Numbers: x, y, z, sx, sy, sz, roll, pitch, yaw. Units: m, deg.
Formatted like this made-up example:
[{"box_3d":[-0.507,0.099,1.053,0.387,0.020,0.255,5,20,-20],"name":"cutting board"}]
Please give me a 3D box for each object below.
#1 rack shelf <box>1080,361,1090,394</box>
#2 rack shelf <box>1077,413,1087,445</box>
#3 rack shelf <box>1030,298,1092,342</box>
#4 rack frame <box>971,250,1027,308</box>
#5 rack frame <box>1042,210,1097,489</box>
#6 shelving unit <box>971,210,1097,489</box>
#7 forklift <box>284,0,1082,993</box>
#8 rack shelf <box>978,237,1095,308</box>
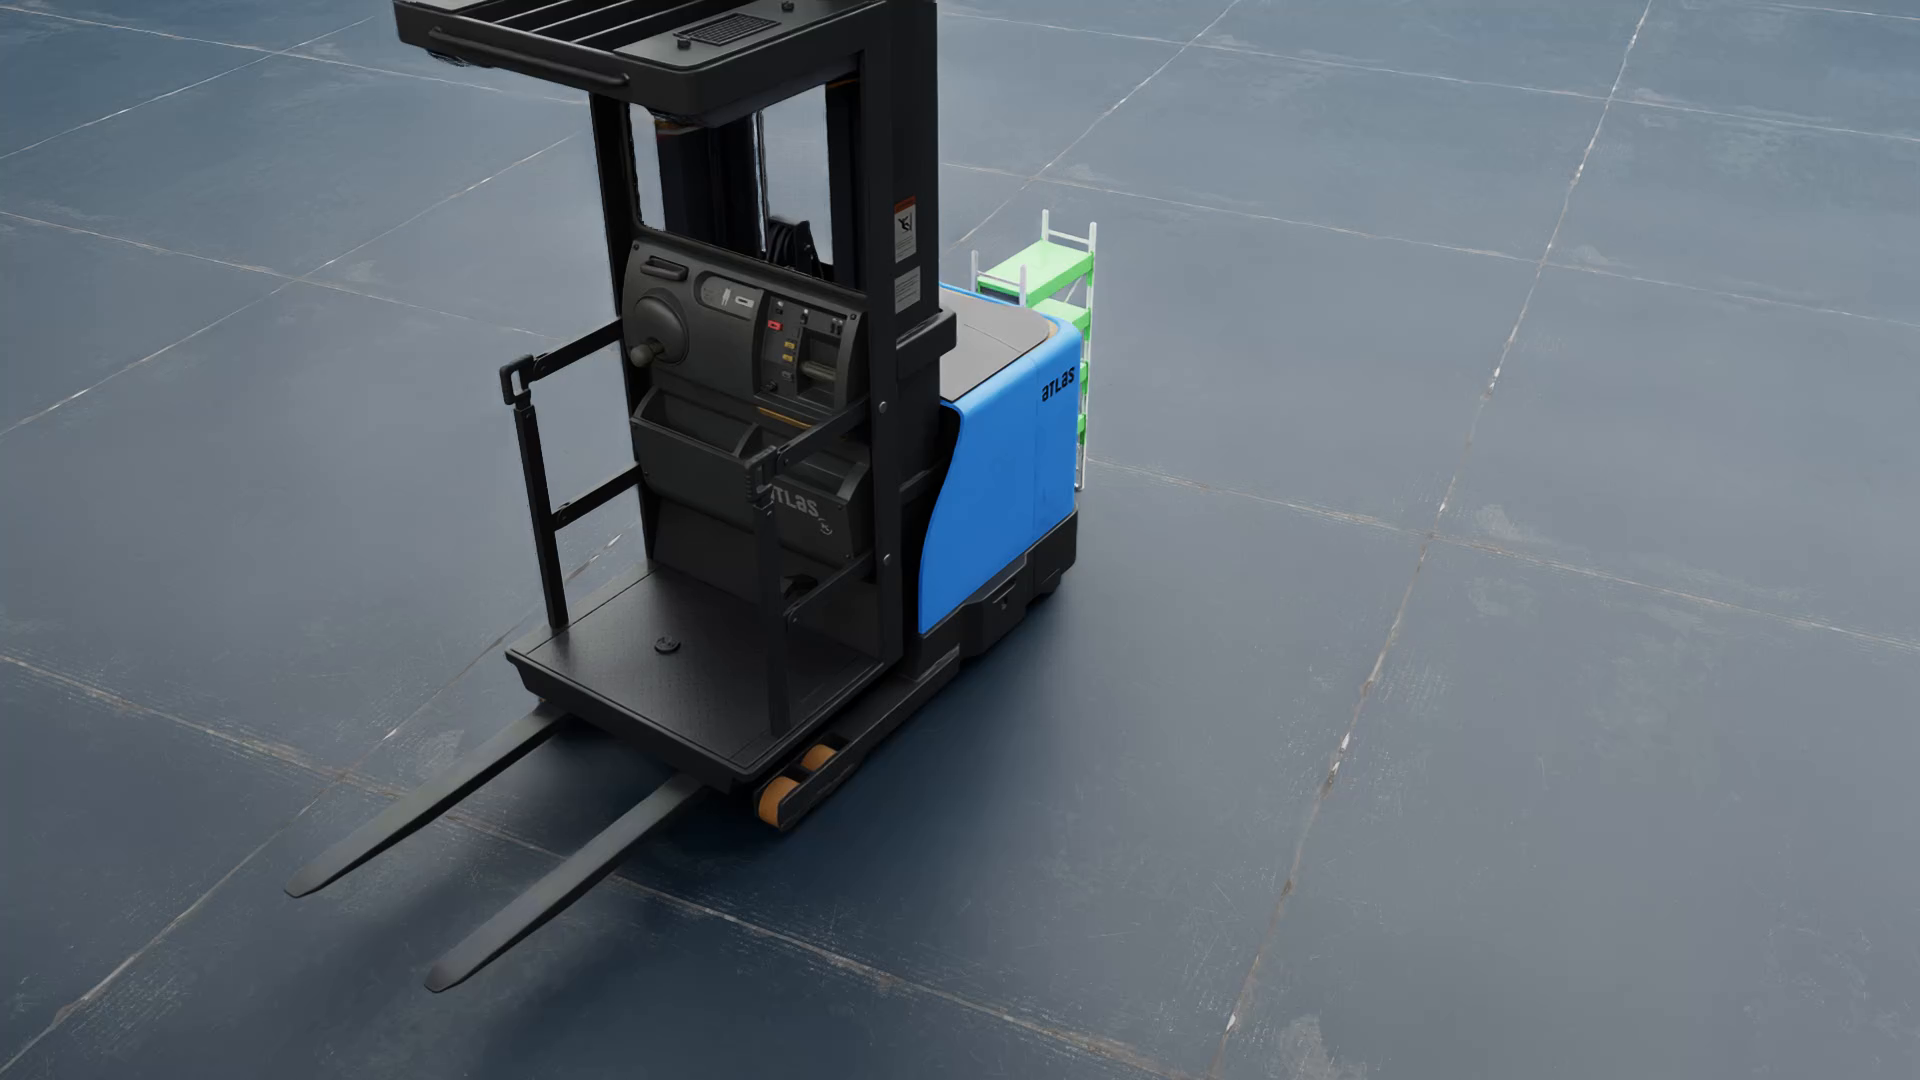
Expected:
[{"box_3d":[0.285,-0.595,6.679,0.258,0.148,0.480,21,39,29],"name":"rack shelf"},{"box_3d":[0.285,-0.394,6.811,0.258,0.148,0.480,21,39,29],"name":"rack shelf"},{"box_3d":[0.285,-0.795,6.548,0.258,0.148,0.480,21,39,29],"name":"rack shelf"},{"box_3d":[0.144,-0.539,6.478,0.240,1.200,0.015,21,39,29],"name":"rack frame"},{"box_3d":[0.426,-0.757,6.811,0.240,1.200,0.015,21,39,29],"name":"rack frame"},{"box_3d":[0.285,-0.648,6.644,0.258,1.200,0.503,21,39,29],"name":"shelving unit"},{"box_3d":[-0.808,-0.601,4.993,1.130,2.935,3.031,21,39,29],"name":"forklift"},{"box_3d":[0.285,-0.996,6.416,0.258,0.148,0.480,21,39,29],"name":"rack shelf"}]
